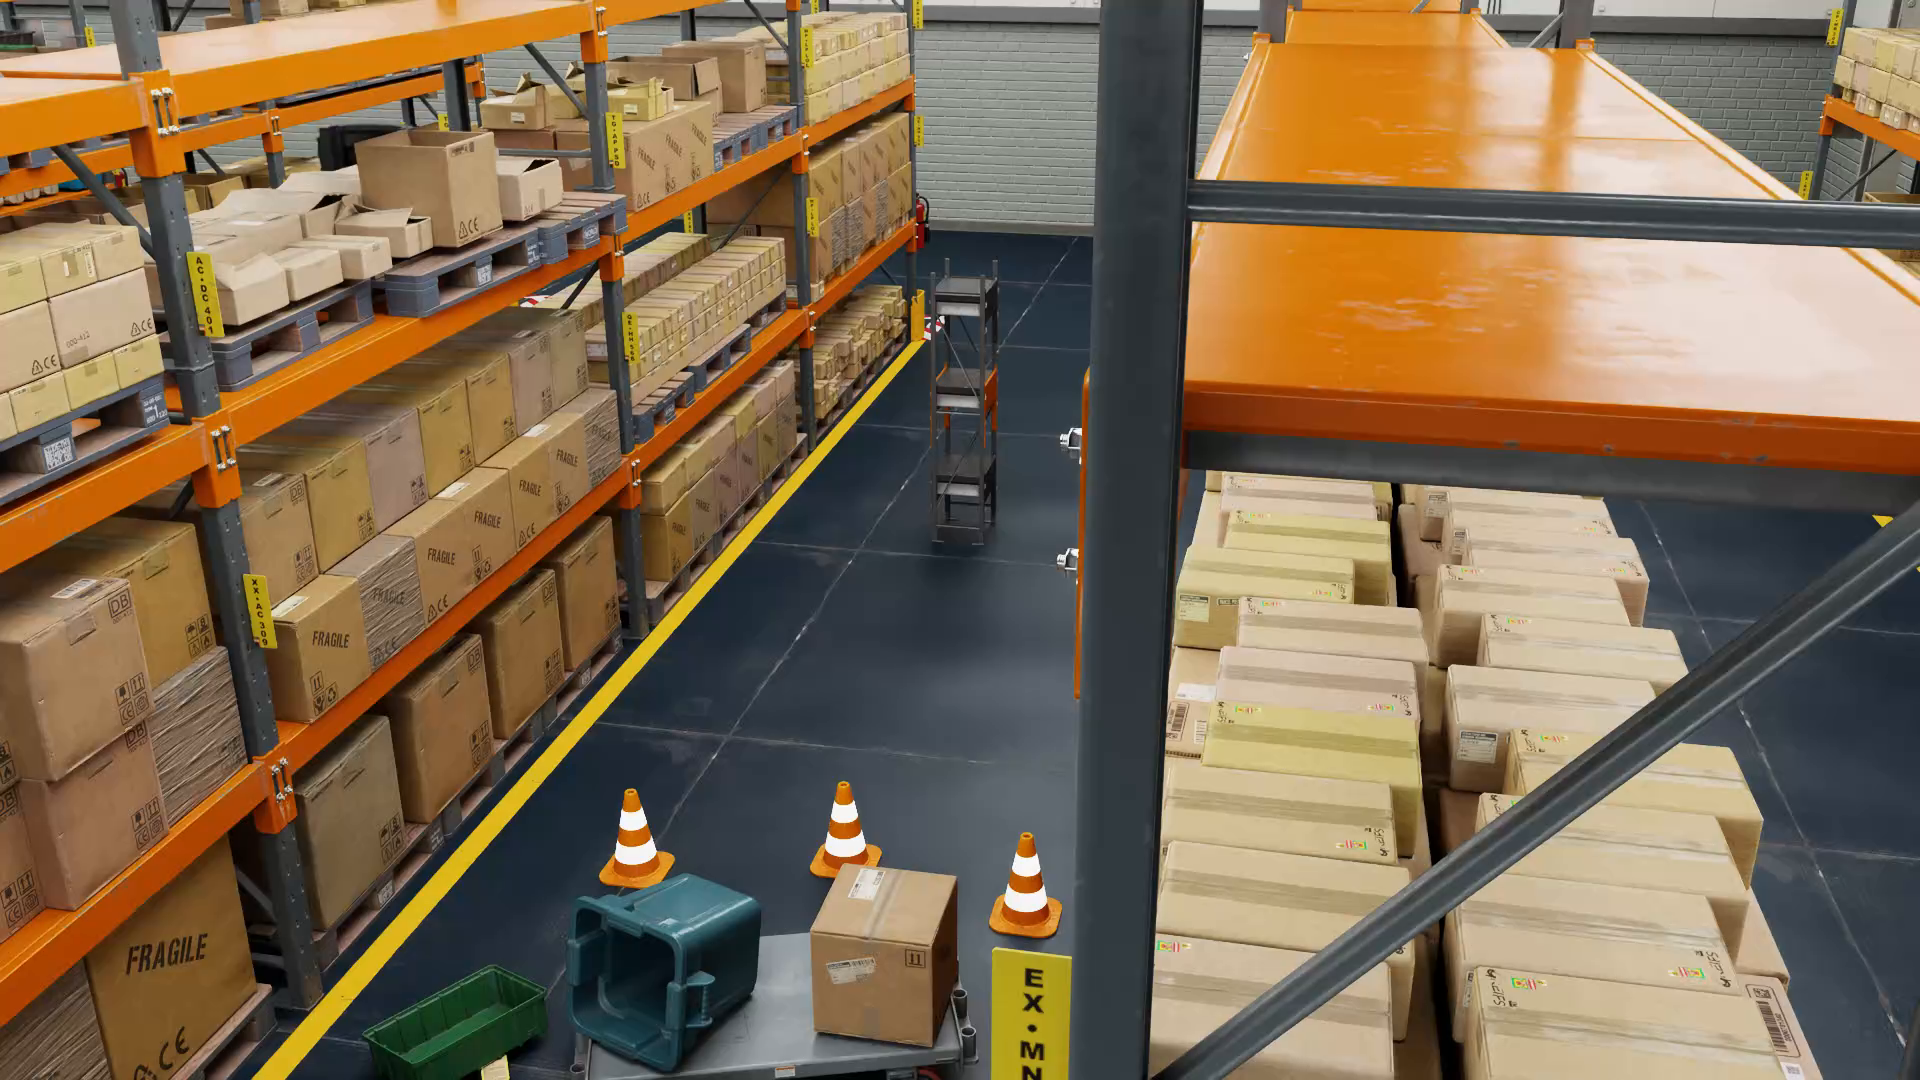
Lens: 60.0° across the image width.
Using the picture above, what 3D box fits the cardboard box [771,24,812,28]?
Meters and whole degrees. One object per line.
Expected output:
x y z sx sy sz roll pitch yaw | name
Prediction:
-1.609 -4.769 15.662 0.380 0.149 0.250 5 23 13 | cardboard box

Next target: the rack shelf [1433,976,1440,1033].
1.035 0.706 4.034 1.077 0.370 4.000 4 22 11 | rack shelf

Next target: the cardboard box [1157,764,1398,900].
0.532 0.518 2.806 0.380 0.149 0.250 4 22 10 | cardboard box

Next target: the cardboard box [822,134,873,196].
-1.130 -3.589 15.880 0.500 0.500 0.500 4 22 9 | cardboard box

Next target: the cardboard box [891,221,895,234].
-0.888 -3.259 17.266 0.380 0.149 0.250 4 22 10 | cardboard box

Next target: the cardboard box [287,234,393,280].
-2.883 -1.317 7.734 0.380 0.149 0.250 4 22 11 | cardboard box

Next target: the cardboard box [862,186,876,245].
-1.130 -3.142 16.107 0.500 0.500 0.500 6 23 14 | cardboard box

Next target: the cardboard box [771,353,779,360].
-1.916 -1.721 15.568 0.380 0.149 0.250 4 22 10 | cardboard box

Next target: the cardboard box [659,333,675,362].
-2.207 -1.346 11.557 0.380 0.149 0.250 4 22 9 | cardboard box

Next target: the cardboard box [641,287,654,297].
-2.584 -1.861 12.836 0.380 0.149 0.250 4 22 10 | cardboard box

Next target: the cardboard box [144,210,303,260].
-3.386 -1.340 7.655 0.500 0.250 0.500 4 22 10 | cardboard box

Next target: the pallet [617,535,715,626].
-2.446 0.236 11.984 1.003 0.211 1.213 4 22 11 | pallet

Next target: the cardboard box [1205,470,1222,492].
0.893 -0.235 4.676 0.380 0.149 0.250 4 22 11 | cardboard box

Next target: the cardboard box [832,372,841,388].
-1.345 -1.504 15.827 0.380 0.149 0.250 4 22 10 | cardboard box

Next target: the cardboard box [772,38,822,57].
-1.410 -4.254 14.383 0.380 0.149 0.250 4 22 10 | cardboard box

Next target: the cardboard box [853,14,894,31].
-0.880 -5.207 16.751 0.380 0.149 0.250 5 22 12 | cardboard box

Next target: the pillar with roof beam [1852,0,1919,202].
5.970 -7.008 18.209 9.100 9.000 0.400 4 22 11 | pillar with roof beam

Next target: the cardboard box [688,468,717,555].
-2.114 -0.230 12.193 0.500 0.500 0.500 5 22 12 | cardboard box

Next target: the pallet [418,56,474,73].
-5.951 -5.190 17.829 1.003 0.211 1.213 4 22 11 | pallet

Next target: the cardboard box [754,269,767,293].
-1.785 -2.103 13.436 0.380 0.149 0.250 5 23 13 | cardboard box

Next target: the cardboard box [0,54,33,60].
-7.298 -3.370 12.495 0.500 0.500 0.500 6 23 14 | cardboard box

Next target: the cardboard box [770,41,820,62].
-1.406 -4.158 14.145 0.380 0.149 0.250 4 22 9 | cardboard box

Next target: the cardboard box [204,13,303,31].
-6.525 -4.619 15.462 0.700 0.500 0.500 3 22 8 | cardboard box

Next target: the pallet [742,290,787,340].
-2.089 -1.877 13.755 1.003 0.211 1.213 4 22 11 | pallet

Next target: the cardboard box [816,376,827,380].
-1.440 -1.452 15.300 0.380 0.149 0.250 5 22 11 | cardboard box

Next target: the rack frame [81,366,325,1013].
-3.423 0.692 7.121 1.000 3.000 0.127 4 22 11 | rack frame

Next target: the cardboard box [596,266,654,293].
-2.584 -2.006 12.798 0.380 0.149 0.250 5 23 13 | cardboard box

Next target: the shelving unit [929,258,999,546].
0.034 -1.035 12.612 0.431 2.100 0.503 4 22 11 | shelving unit

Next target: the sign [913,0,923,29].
-0.435 -5.450 17.169 0.100 0.325 0.005 4 22 11 | sign

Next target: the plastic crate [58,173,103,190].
-10.544 -4.397 19.629 0.616 0.435 0.499 4 22 11 | plastic crate

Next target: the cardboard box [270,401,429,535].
-3.121 -0.374 8.294 0.700 0.500 0.500 5 22 11 | cardboard box

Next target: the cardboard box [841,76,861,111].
-1.219 -4.078 15.150 0.500 0.250 0.500 5 23 13 | cardboard box

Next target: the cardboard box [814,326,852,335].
-1.262 -1.975 16.200 0.380 0.149 0.250 4 22 9 | cardboard box

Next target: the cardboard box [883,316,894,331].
-0.907 -2.303 17.411 0.380 0.149 0.250 4 22 9 | cardboard box

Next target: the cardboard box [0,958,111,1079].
-3.800 2.037 6.063 0.875 0.875 0.875 5 22 11 | cardboard box

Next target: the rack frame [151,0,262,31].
-6.626 -5.432 14.296 1.000 3.000 0.127 4 22 11 | rack frame

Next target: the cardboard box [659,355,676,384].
-2.208 -1.195 11.579 0.380 0.149 0.250 6 23 14 | cardboard box

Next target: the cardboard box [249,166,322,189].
-6.278 -3.221 15.635 0.500 0.500 0.500 4 22 11 | cardboard box

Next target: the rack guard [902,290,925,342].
-0.990 -2.510 18.416 1.175 0.500 0.348 4 22 11 | rack guard

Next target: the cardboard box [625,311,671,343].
-2.216 -1.468 11.460 0.380 0.149 0.250 4 22 11 | cardboard box

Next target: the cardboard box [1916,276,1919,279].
7.889 -1.974 13.543 0.500 0.250 0.500 5 22 11 | cardboard box

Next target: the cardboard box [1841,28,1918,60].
8.416 -4.528 15.200 0.500 0.250 0.500 4 22 10 | cardboard box

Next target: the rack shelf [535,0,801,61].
-2.199 -3.766 11.658 1.077 0.370 4.000 4 22 11 | rack shelf

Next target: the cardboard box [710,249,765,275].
-1.790 -2.234 13.363 0.380 0.149 0.250 4 22 9 | cardboard box

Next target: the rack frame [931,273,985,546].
-0.016 -0.945 12.390 0.400 2.100 0.015 4 22 11 | rack frame

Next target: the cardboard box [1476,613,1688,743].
1.261 0.282 3.391 0.380 0.149 0.250 5 22 12 | cardboard box

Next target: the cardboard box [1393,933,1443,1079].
0.468 0.827 2.572 0.500 0.250 0.500 4 22 10 | cardboard box

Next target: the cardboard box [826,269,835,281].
-1.368 -2.497 15.374 0.380 0.149 0.250 3 22 9 | cardboard box

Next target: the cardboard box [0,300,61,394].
-3.376 -0.625 5.481 0.500 0.250 0.500 4 22 11 | cardboard box

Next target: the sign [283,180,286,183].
-6.092 -3.112 15.121 0.100 0.325 0.005 4 22 11 | sign

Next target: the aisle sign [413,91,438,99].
-6.088 -5.367 18.685 0.394 0.787 0.004 4 22 11 | aisle sign

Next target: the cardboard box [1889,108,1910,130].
8.005 -3.511 13.877 0.380 0.149 0.250 5 22 12 | cardboard box

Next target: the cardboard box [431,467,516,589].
-2.742 -0.080 8.902 0.500 0.500 0.500 5 22 12 | cardboard box

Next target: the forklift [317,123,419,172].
-4.713 -1.717 13.194 1.130 2.935 3.031 4 22 10 | forklift

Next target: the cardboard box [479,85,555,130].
-2.779 -2.732 10.448 0.396 0.266 0.258 4 22 11 | cardboard box

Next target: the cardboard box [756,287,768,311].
-1.783 -1.966 13.494 0.380 0.149 0.250 4 22 11 | cardboard box

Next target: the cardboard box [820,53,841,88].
-1.351 -4.128 14.604 0.500 0.250 0.500 4 22 11 | cardboard box
